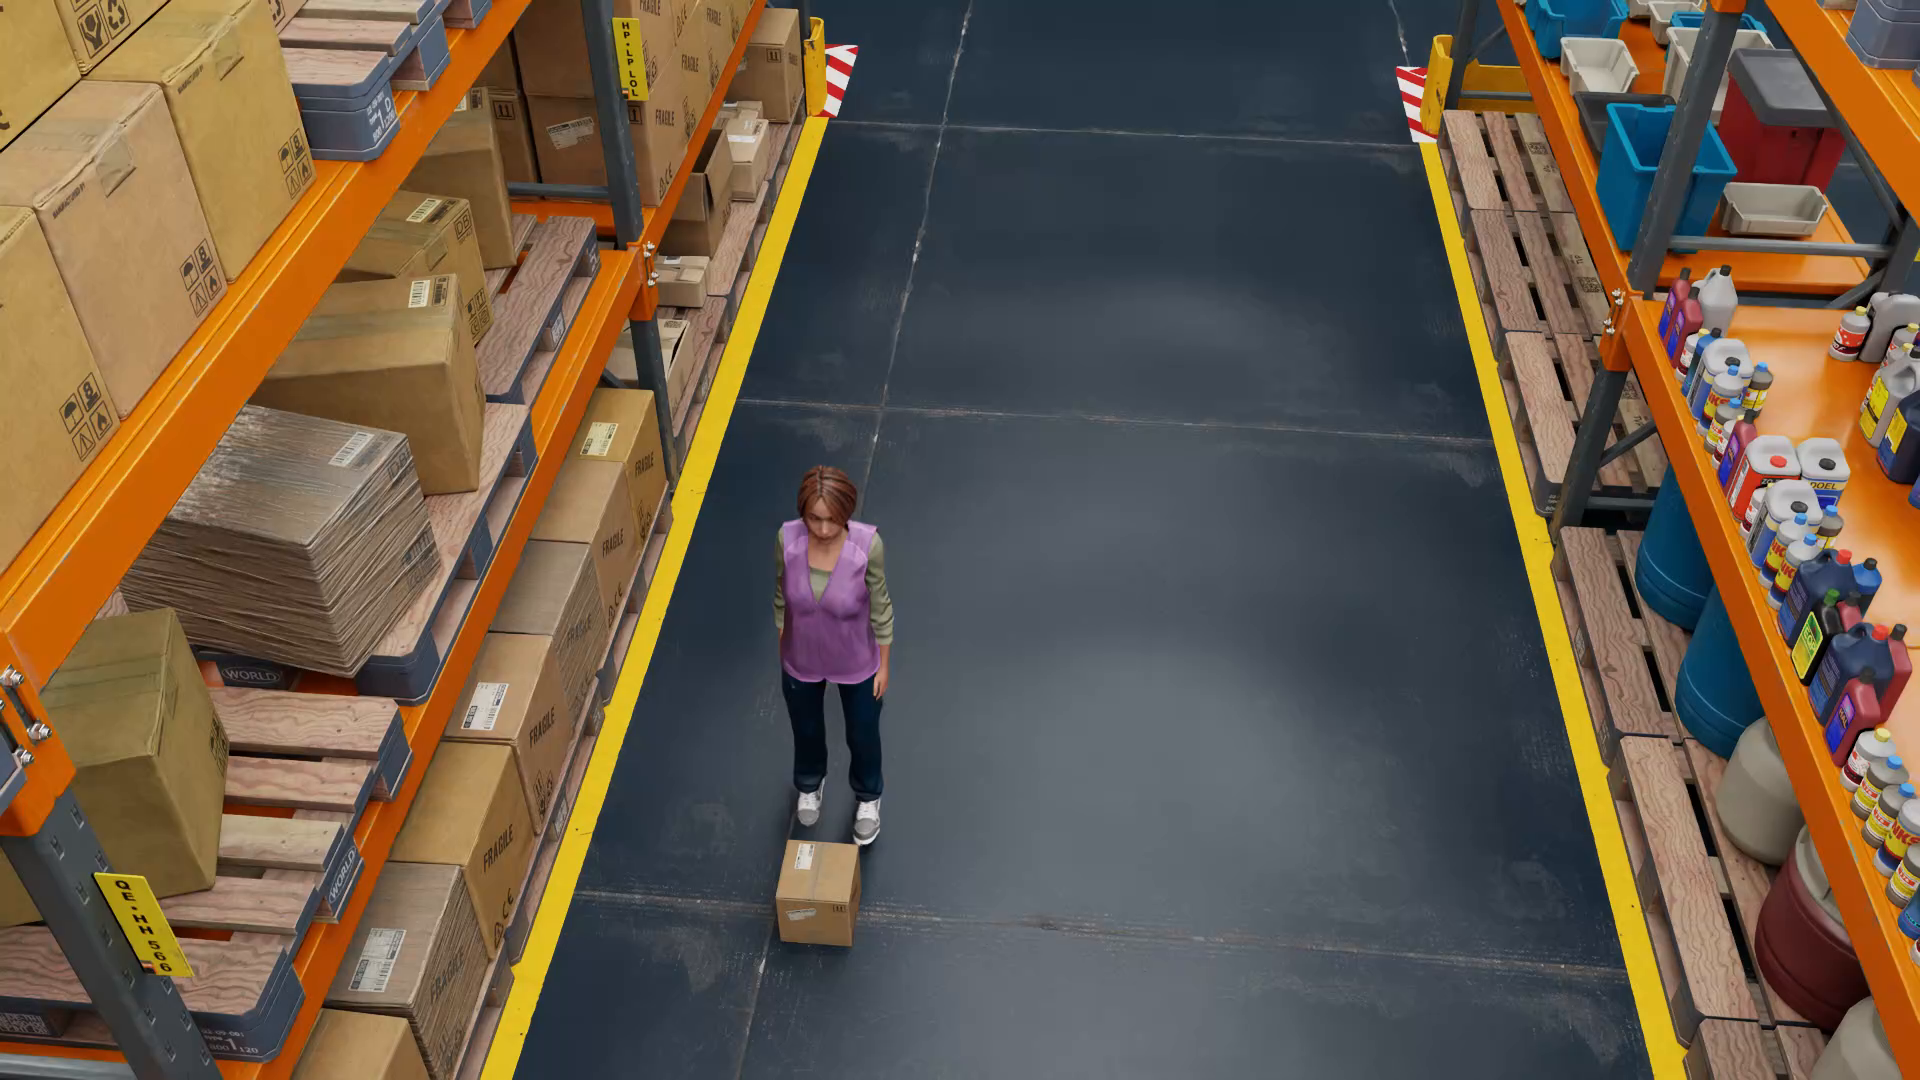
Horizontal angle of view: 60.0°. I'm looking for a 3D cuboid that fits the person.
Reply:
[{"bbox_3d":[-0.424,0.521,5.780,0.407,1.383,0.330,4,41,5],"label":"person"}]
